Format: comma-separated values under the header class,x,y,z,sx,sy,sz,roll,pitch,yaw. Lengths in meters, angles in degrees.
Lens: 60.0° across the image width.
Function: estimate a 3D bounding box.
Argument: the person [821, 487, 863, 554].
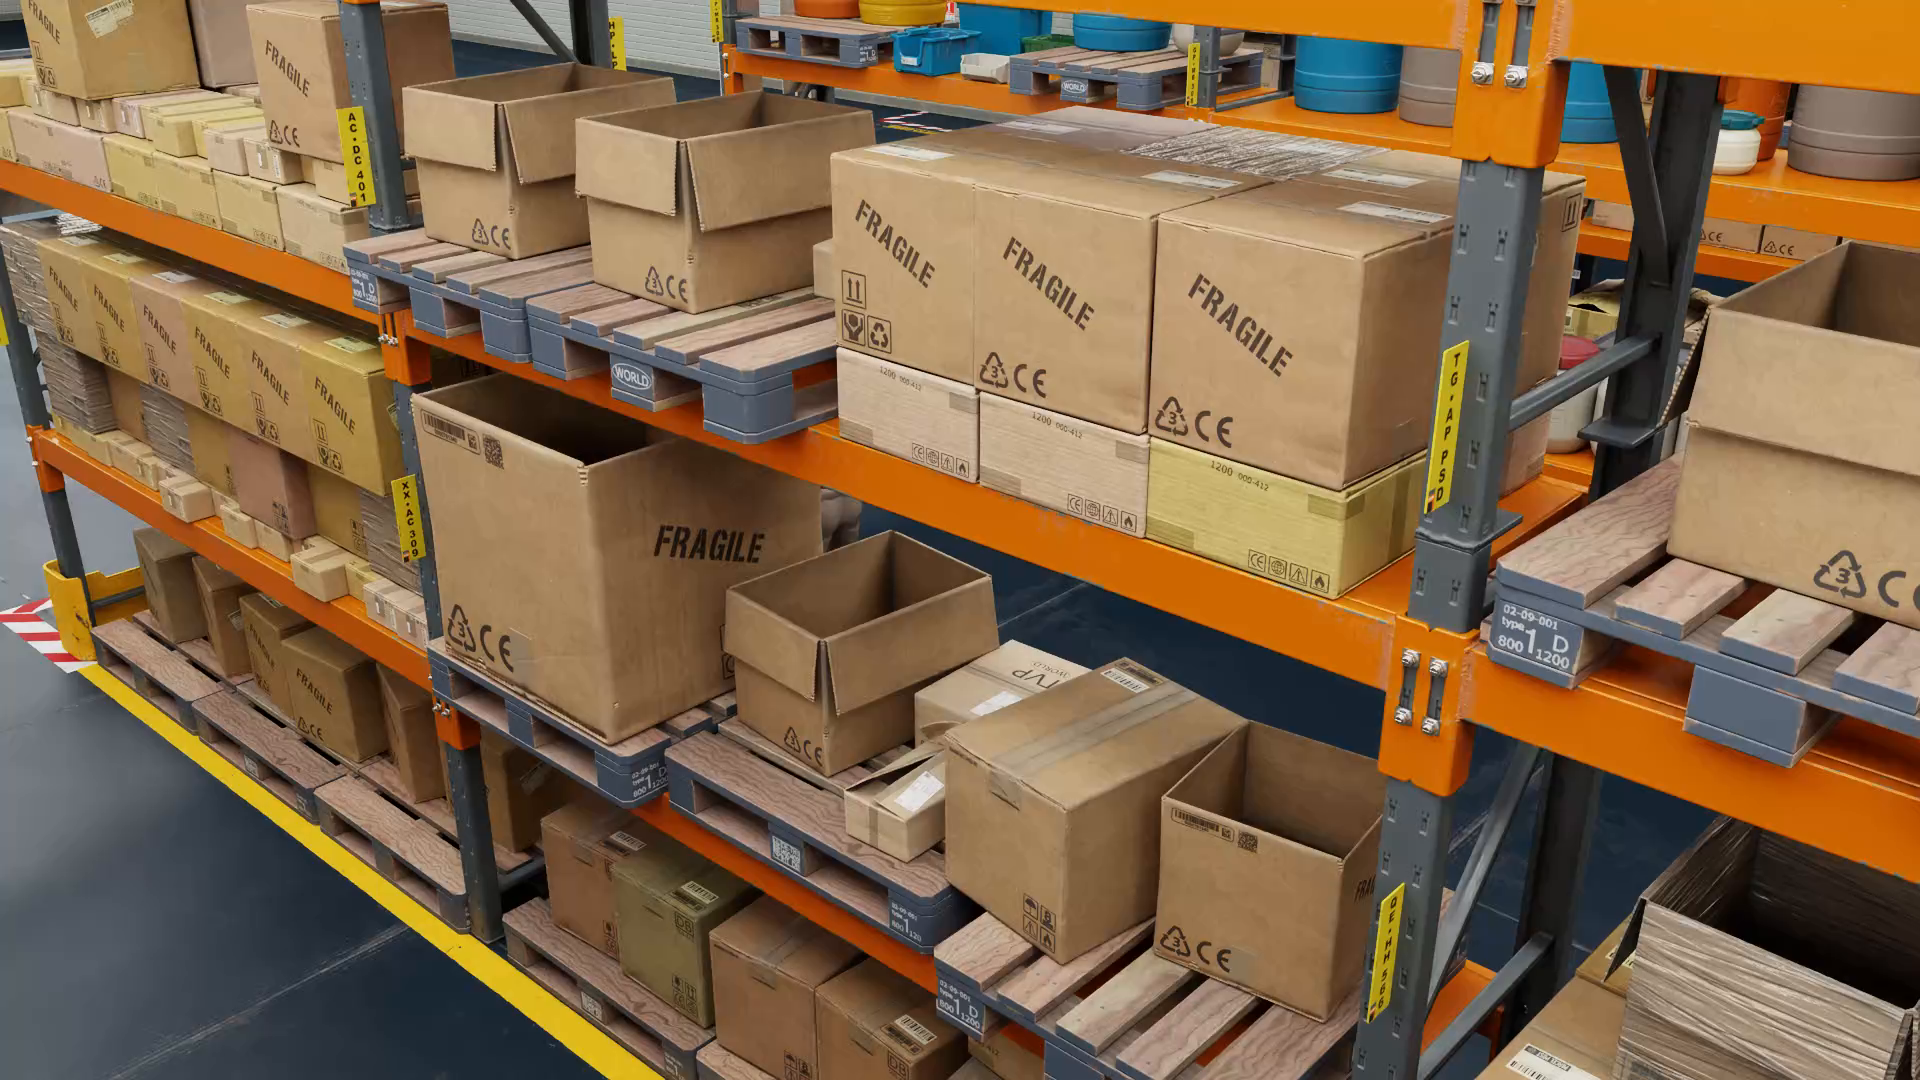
class,x,y,z,sx,sy,sz,roll,pitch,yaw
person,-0.758,-0.200,9.072,0.390,1.726,0.588,18,30,36
